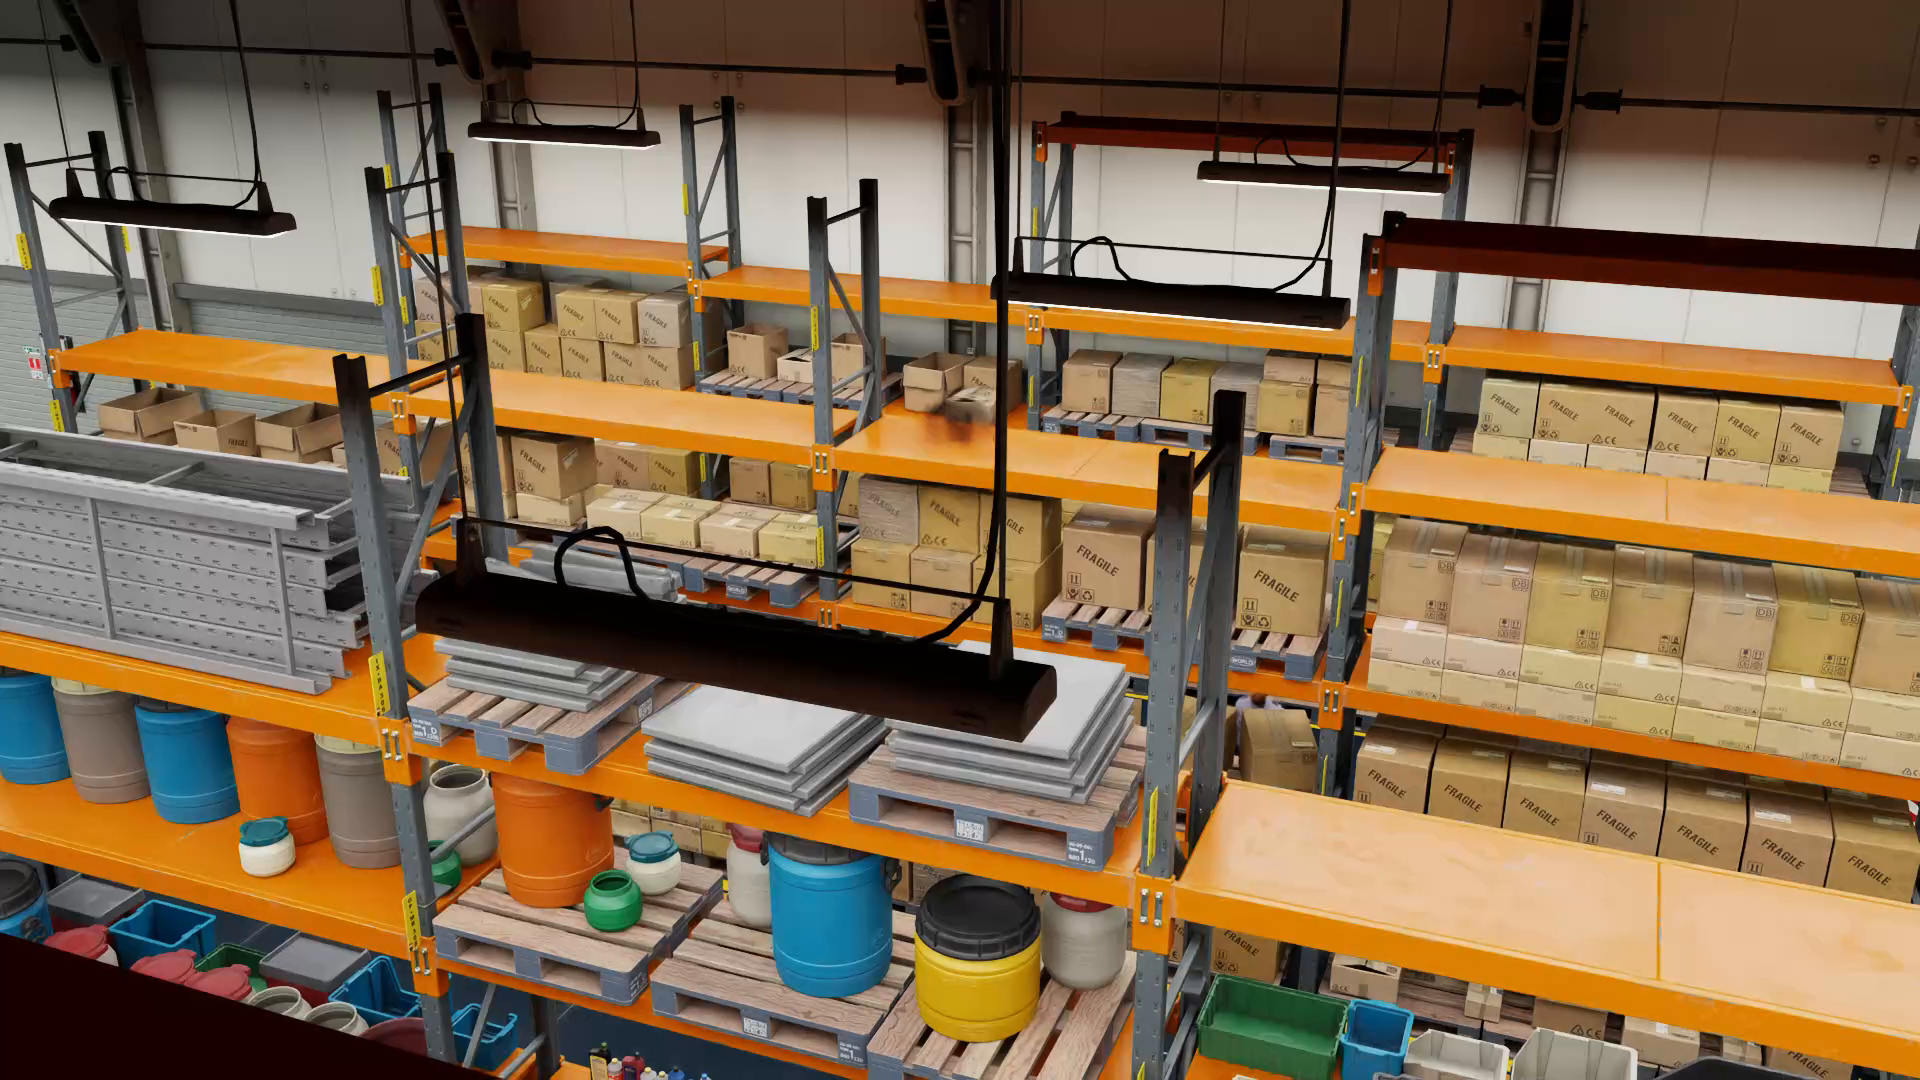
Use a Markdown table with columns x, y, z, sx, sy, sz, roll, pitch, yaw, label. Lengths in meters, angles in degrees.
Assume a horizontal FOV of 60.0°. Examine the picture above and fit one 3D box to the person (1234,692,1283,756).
| x | y | z | sx | sy | sz | roll | pitch | yaw | label |
| --- | --- | --- | --- | --- | --- | --- | --- | --- | --- |
| 2.622 | 1.961 | 14.897 | 0.554 | 1.647 | 0.391 | 9 | 23 | 22 | person |
